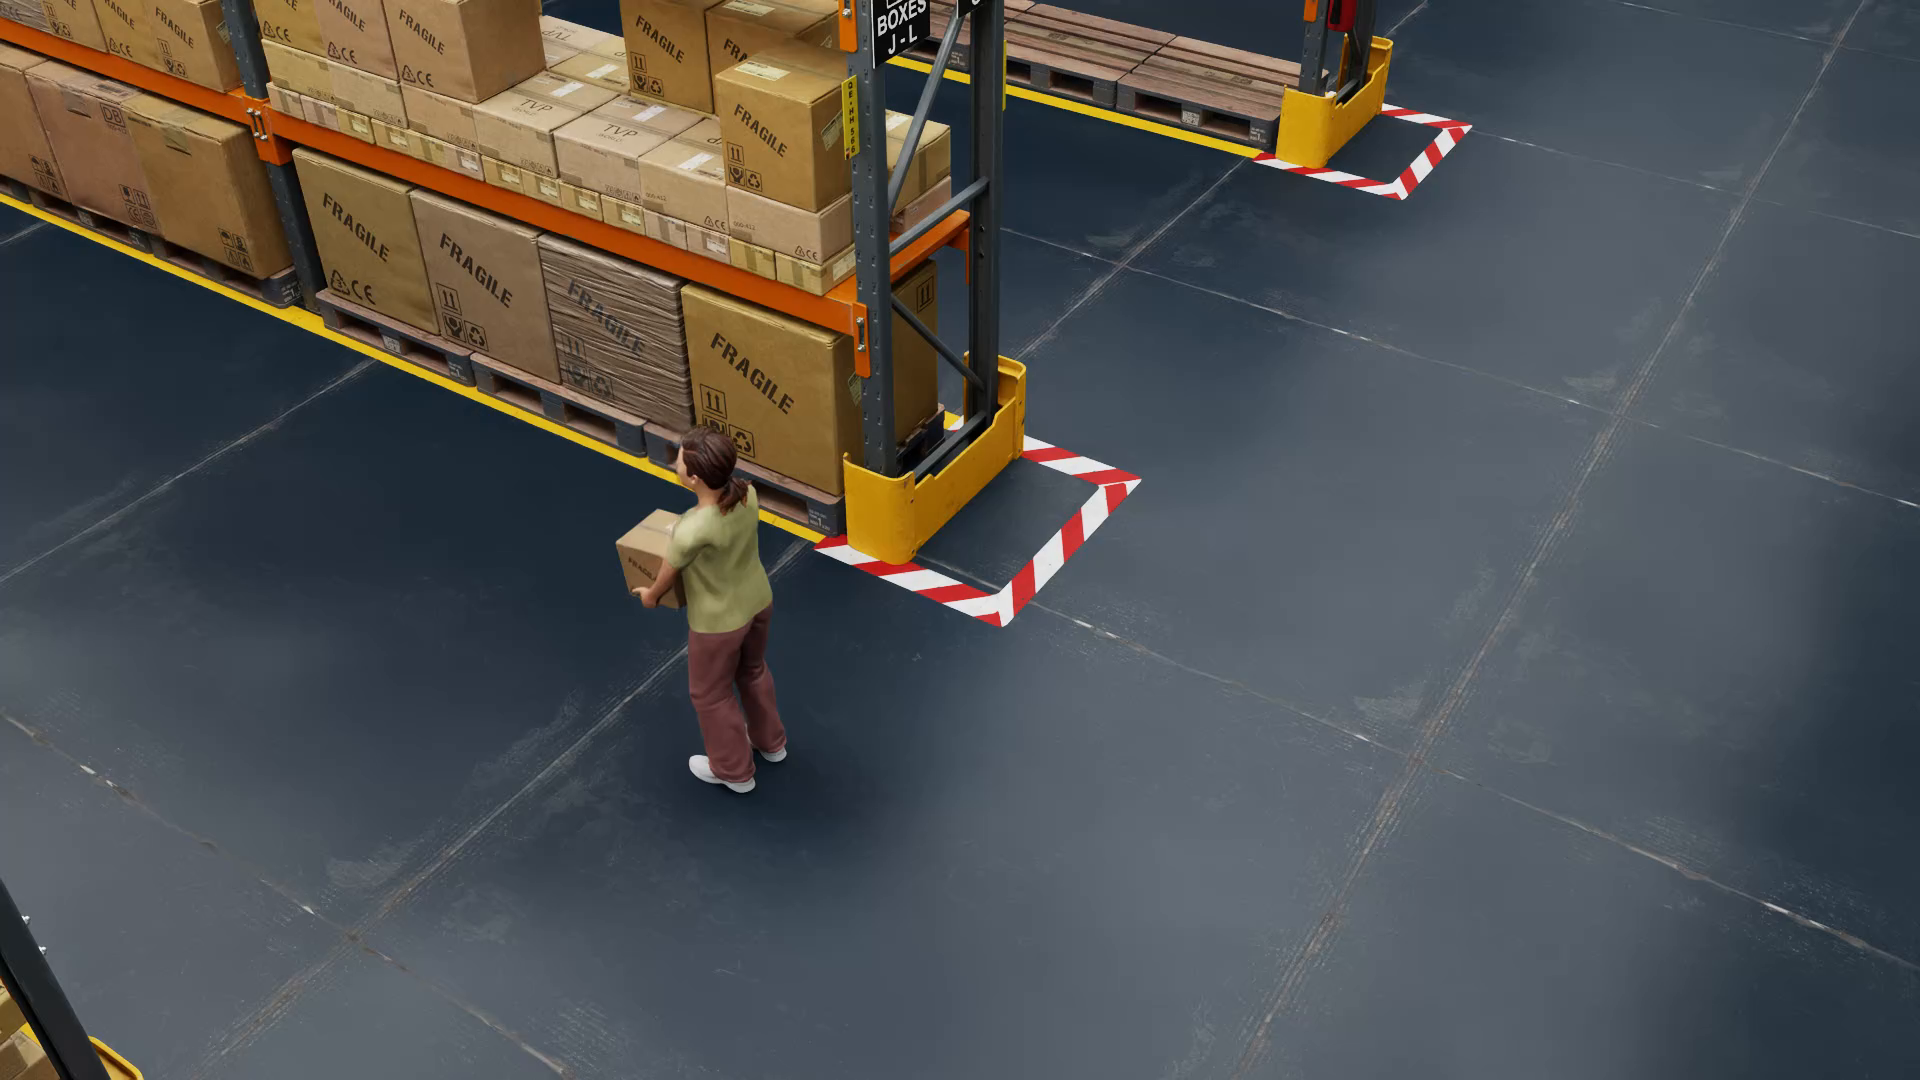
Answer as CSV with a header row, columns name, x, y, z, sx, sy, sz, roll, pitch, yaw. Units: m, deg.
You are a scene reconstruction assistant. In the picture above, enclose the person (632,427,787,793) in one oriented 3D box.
name,x,y,z,sx,sy,sz,roll,pitch,yaw
person,-0.970,0.250,6.376,0.514,1.669,0.406,21,43,24
